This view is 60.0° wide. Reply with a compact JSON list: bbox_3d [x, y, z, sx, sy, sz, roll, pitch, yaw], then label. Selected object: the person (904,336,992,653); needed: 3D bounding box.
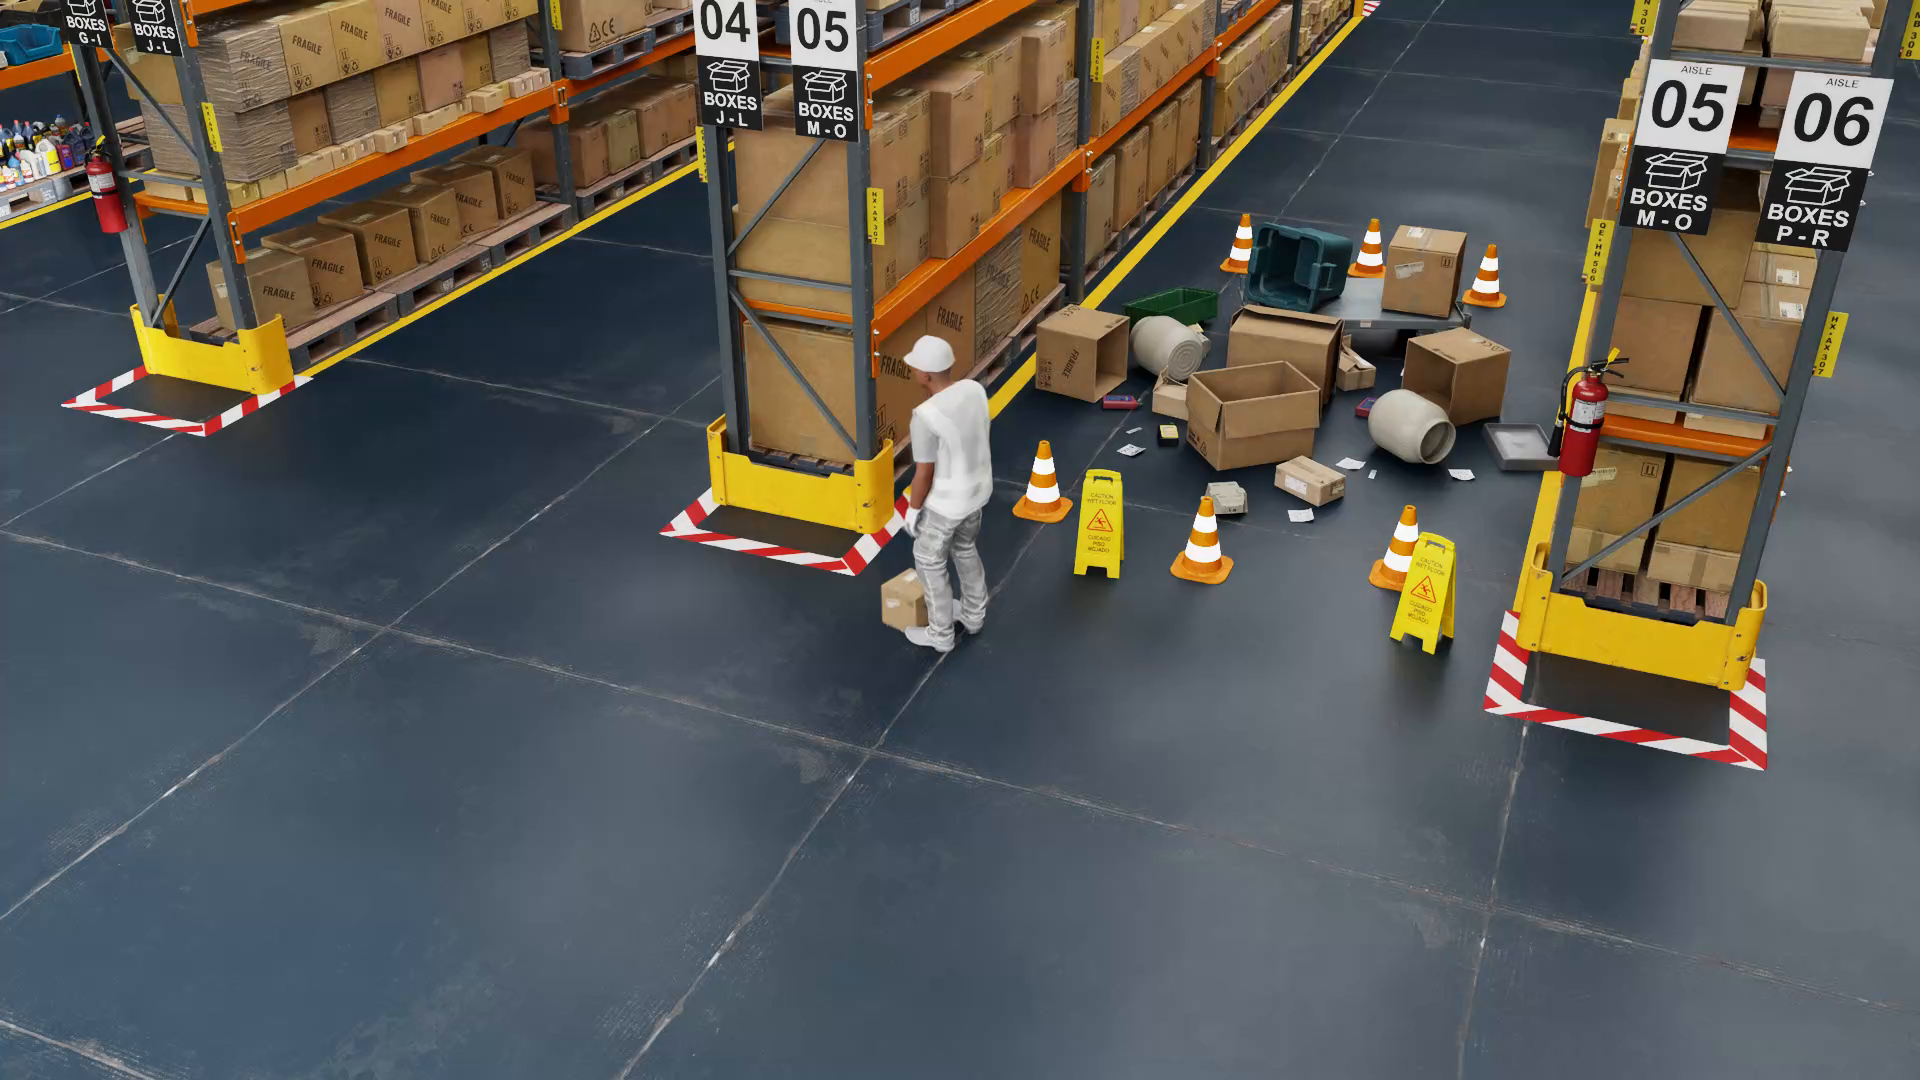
[{"bbox_3d":[-0.075,-0.242,8.820,0.450,1.773,0.609,21,36,33],"label":"person"}]
